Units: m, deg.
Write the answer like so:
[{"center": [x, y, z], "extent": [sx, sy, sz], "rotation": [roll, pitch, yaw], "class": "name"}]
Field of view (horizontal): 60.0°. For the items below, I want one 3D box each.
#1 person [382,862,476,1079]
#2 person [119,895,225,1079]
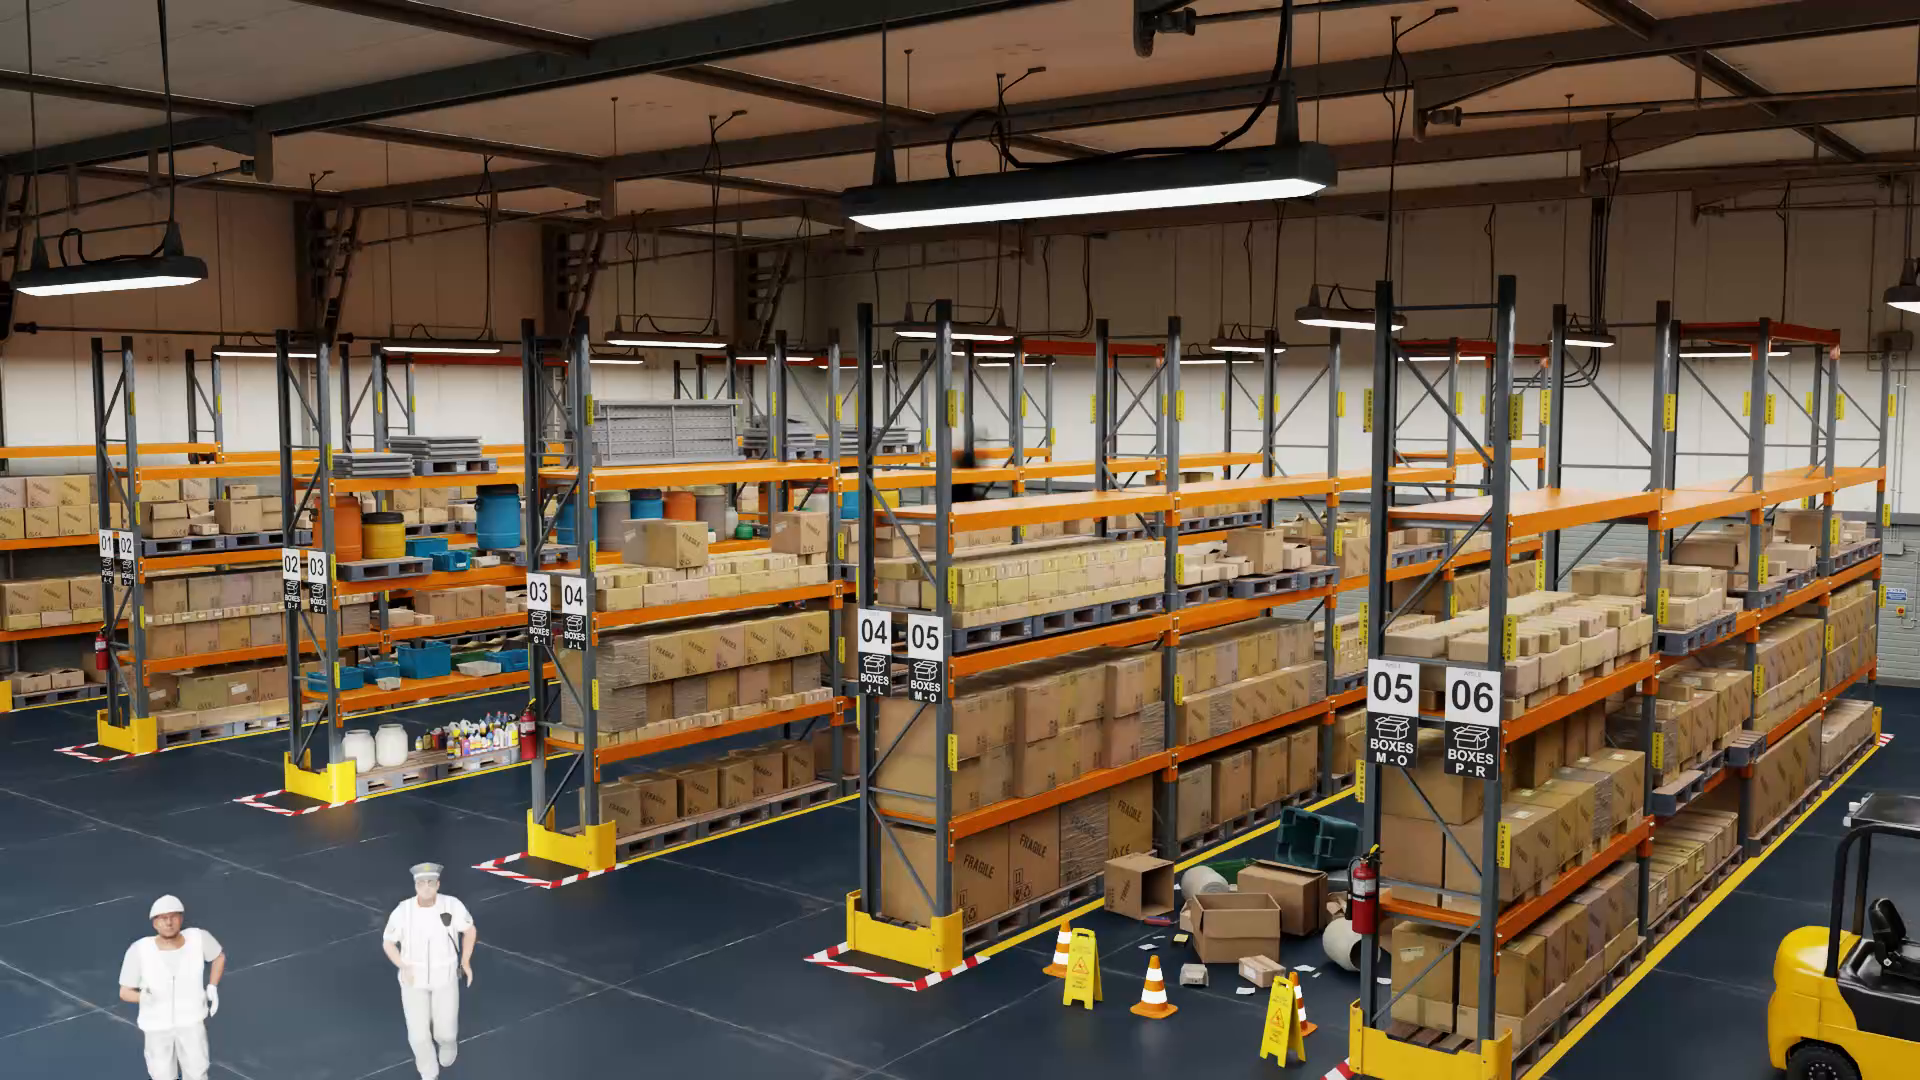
[{"center": [-3.927, 3.236, 12.327], "extent": [0.665, 1.743, 0.592], "rotation": [-1, 5, -17], "class": "person"}, {"center": [-5.306, 3.305, 11.245], "extent": [0.659, 1.807, 0.685], "rotation": [-2, 6, -26], "class": "person"}]
